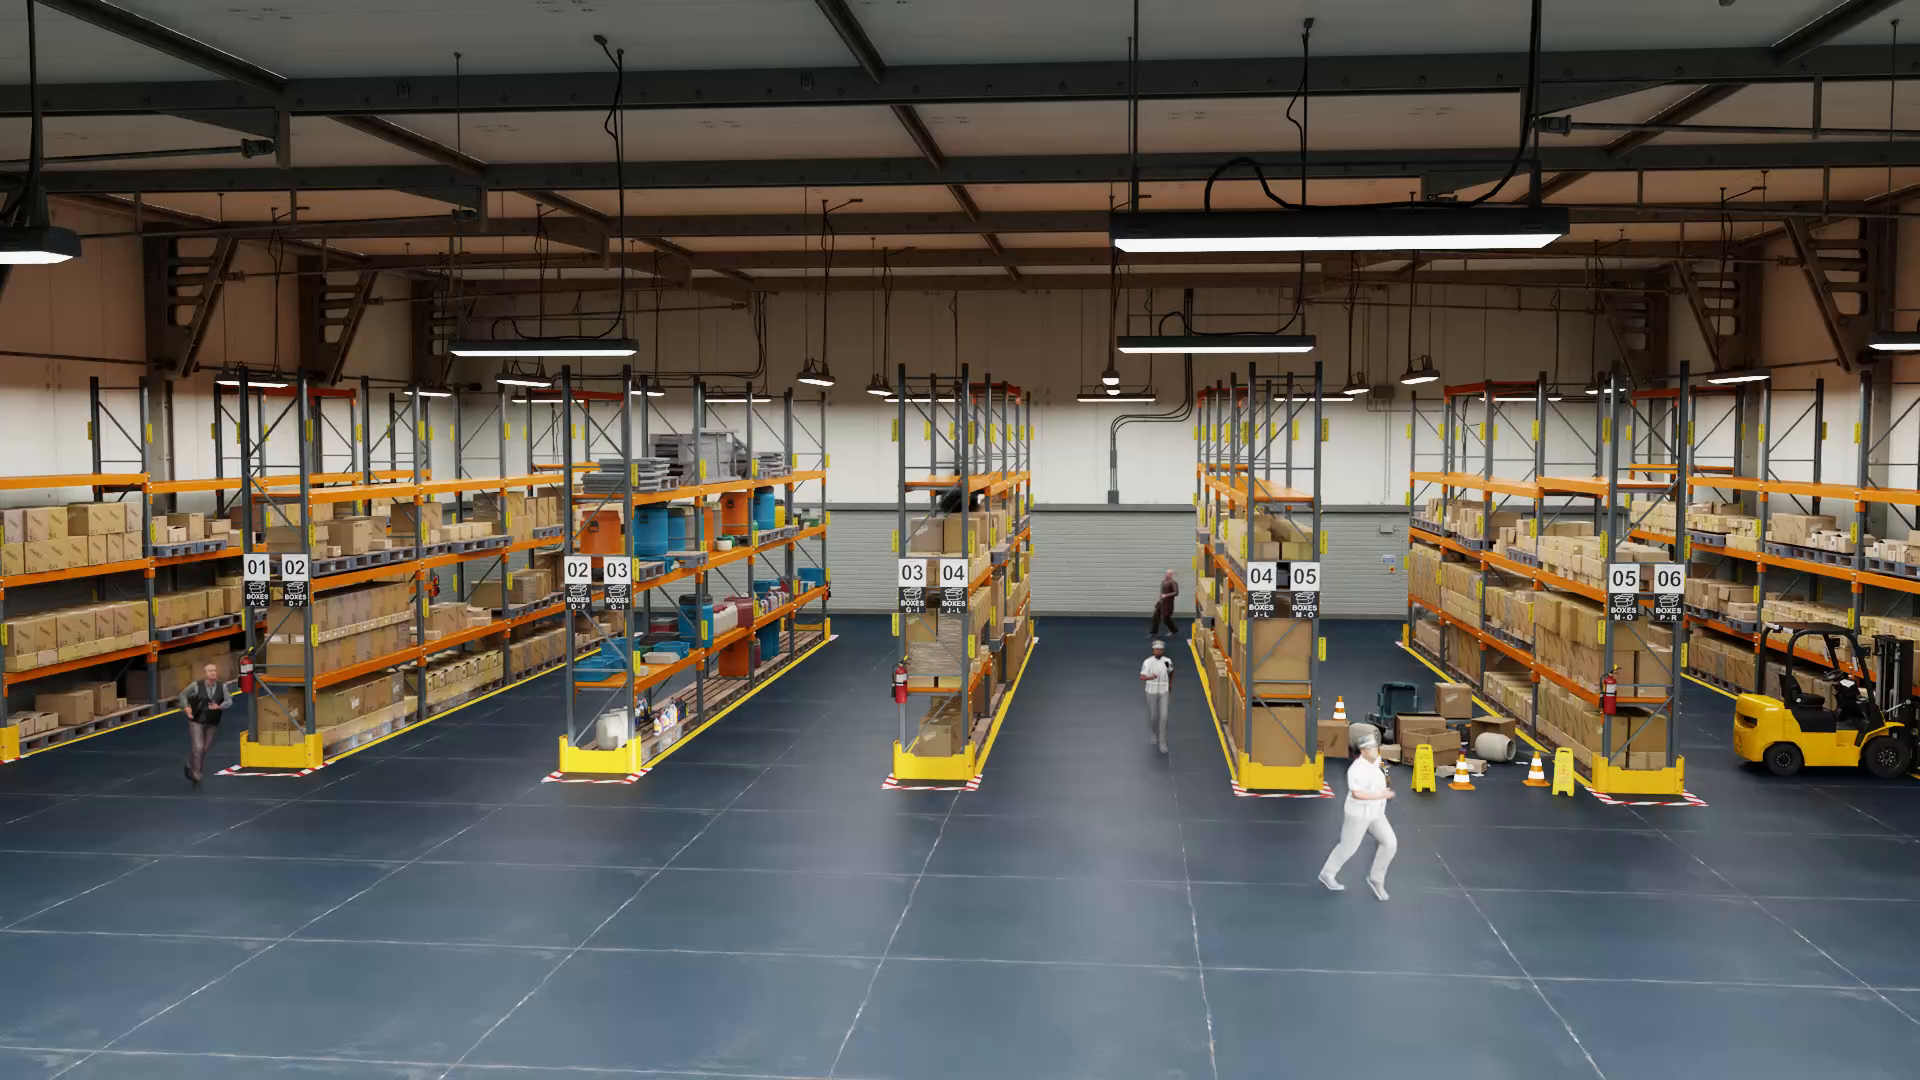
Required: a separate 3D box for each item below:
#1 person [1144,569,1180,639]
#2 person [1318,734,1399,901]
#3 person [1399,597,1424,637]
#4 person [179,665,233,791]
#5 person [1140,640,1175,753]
[{"bbox_3d":[5.029,1.571,40.324,0.885,1.767,0.790,-1,4,-21],"label":"person"},{"bbox_3d":[4.350,2.975,17.930,0.672,1.832,0.911,-4,5,-44],"label":"person"},{"bbox_3d":[11.044,1.577,40.368,0.876,1.629,0.662,3,5,37],"label":"person"},{"bbox_3d":[-10.760,2.644,23.763,0.661,1.745,0.864,-3,5,-42],"label":"person"},{"bbox_3d":[3.117,2.438,26.276,0.546,1.714,0.850,0,4,2],"label":"person"}]
